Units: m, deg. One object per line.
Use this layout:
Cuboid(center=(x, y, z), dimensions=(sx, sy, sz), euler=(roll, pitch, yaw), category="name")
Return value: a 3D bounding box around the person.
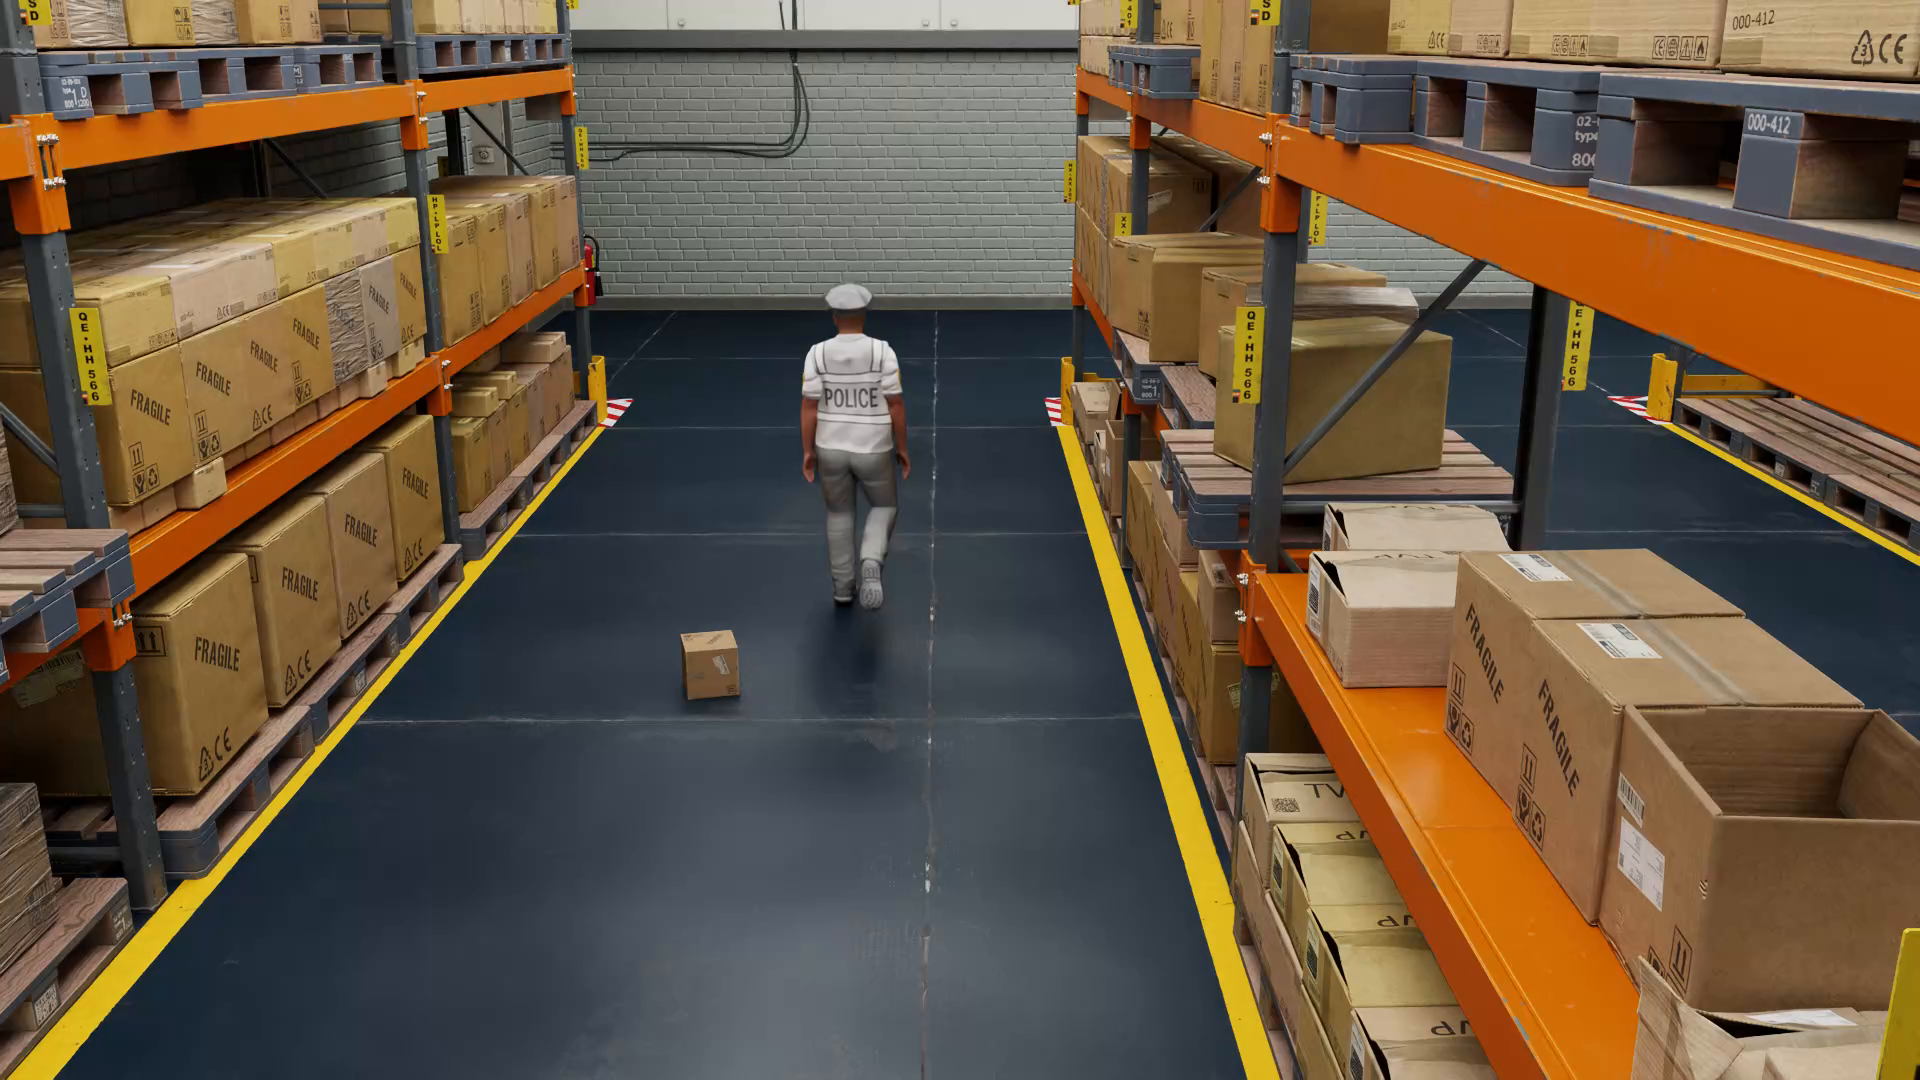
Cuboid(center=(-0.570, -0.496, 9.047), dimensions=(0.597, 1.761, 0.534), euler=(1, 17, 4), category="person")
